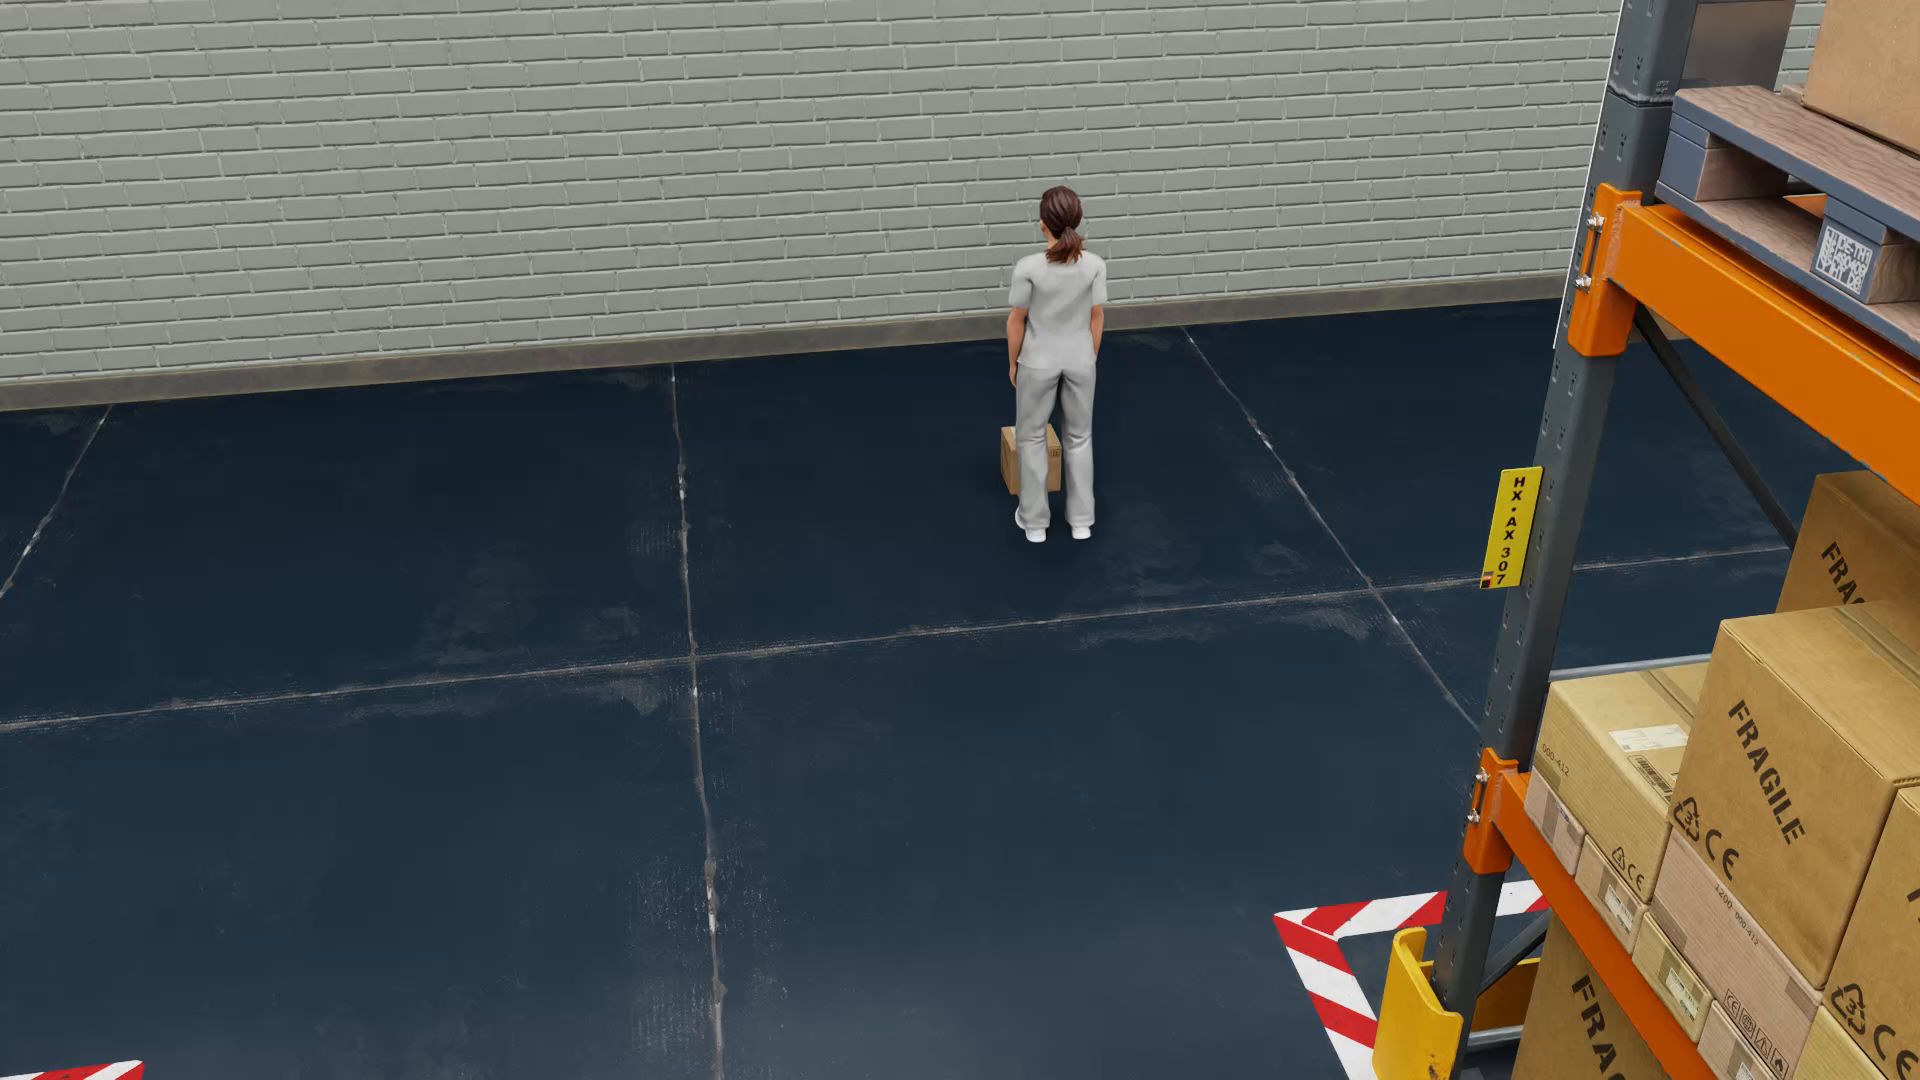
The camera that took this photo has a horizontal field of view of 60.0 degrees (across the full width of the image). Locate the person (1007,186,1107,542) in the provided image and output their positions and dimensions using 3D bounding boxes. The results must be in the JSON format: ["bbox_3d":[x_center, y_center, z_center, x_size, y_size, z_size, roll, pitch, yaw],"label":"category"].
[{"bbox_3d":[0.423,-0.762,7.422,0.438,1.676,0.363,-5,31,-8],"label":"person"}]
